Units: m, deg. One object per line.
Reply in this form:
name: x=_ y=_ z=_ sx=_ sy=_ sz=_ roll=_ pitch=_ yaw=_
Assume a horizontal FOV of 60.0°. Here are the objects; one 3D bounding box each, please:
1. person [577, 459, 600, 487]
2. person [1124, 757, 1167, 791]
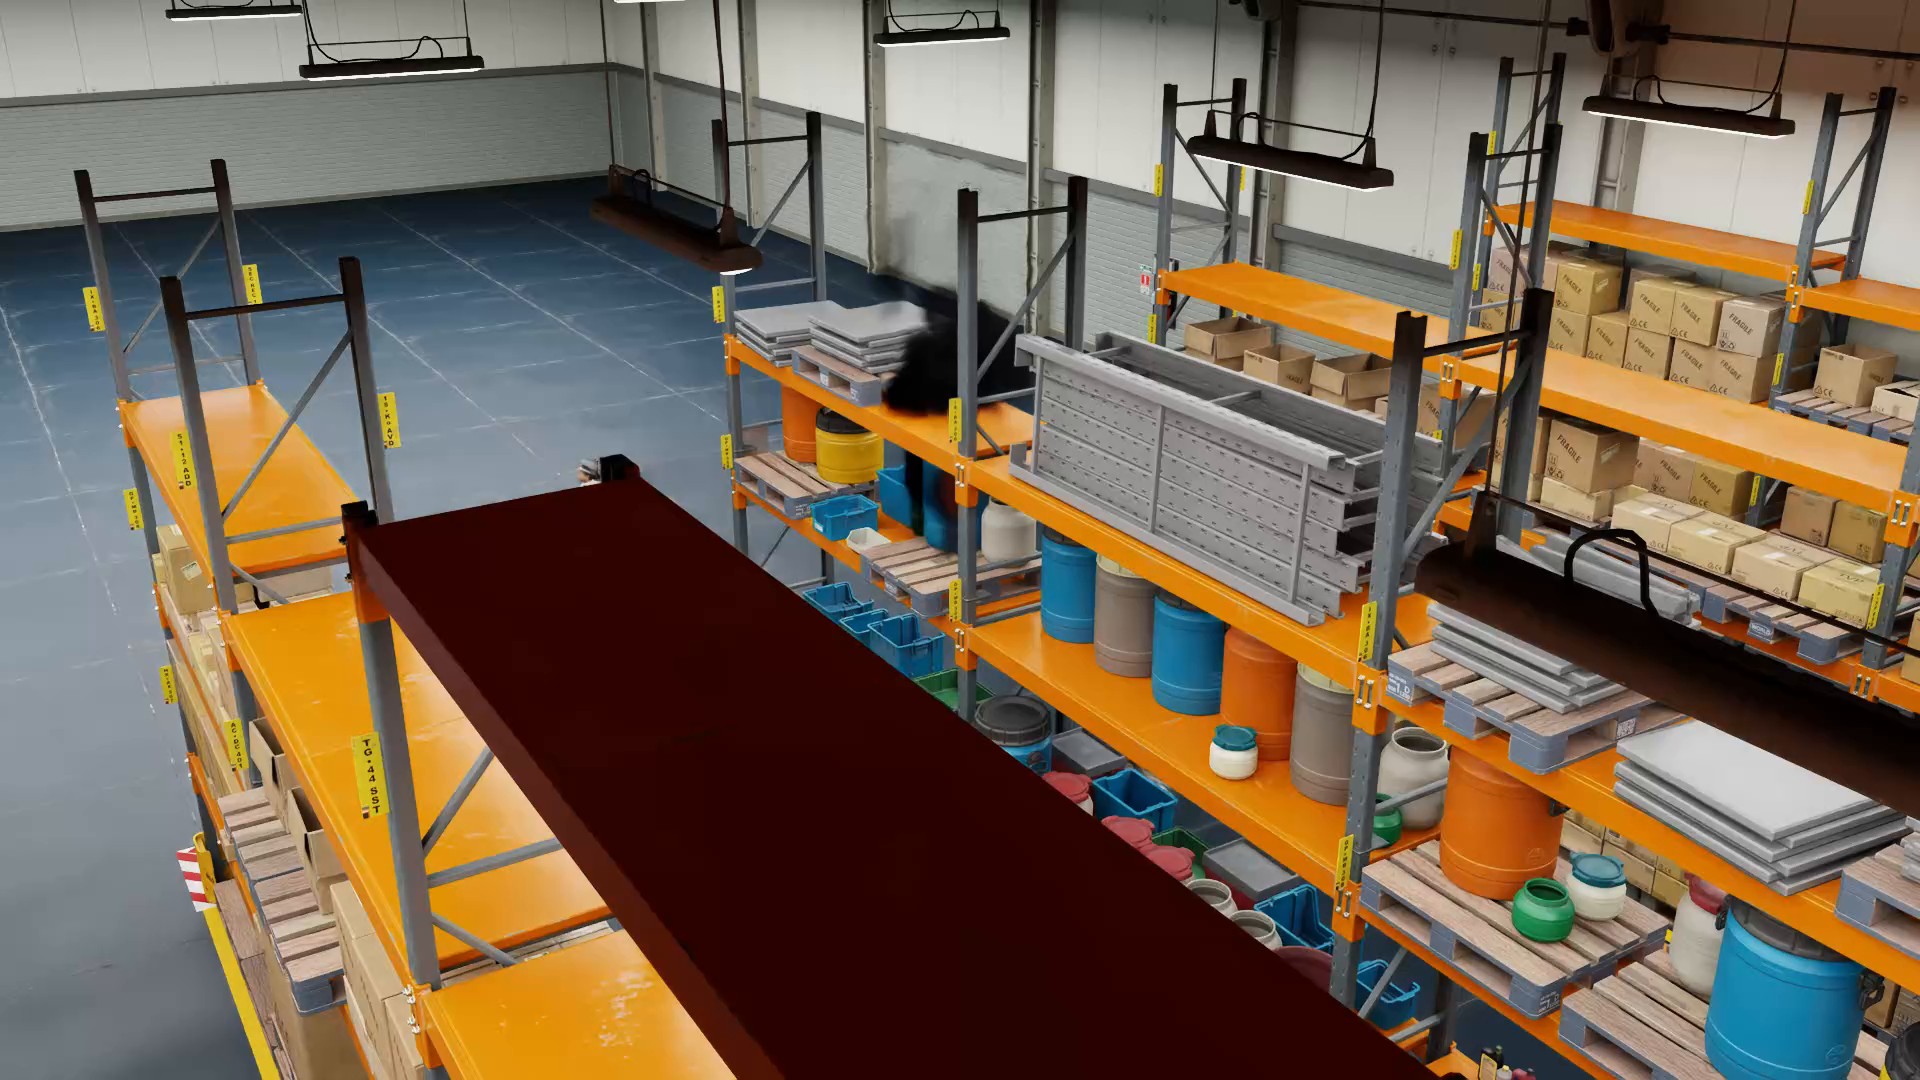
person: x=-4.291 y=-0.132 z=19.391 sx=0.920 sy=1.701 sz=0.612 roll=-3 pitch=22 yaw=-9
person: x=1.552 y=1.647 z=14.438 sx=0.535 sy=1.580 sz=0.583 roll=-17 pitch=28 yaw=-37
